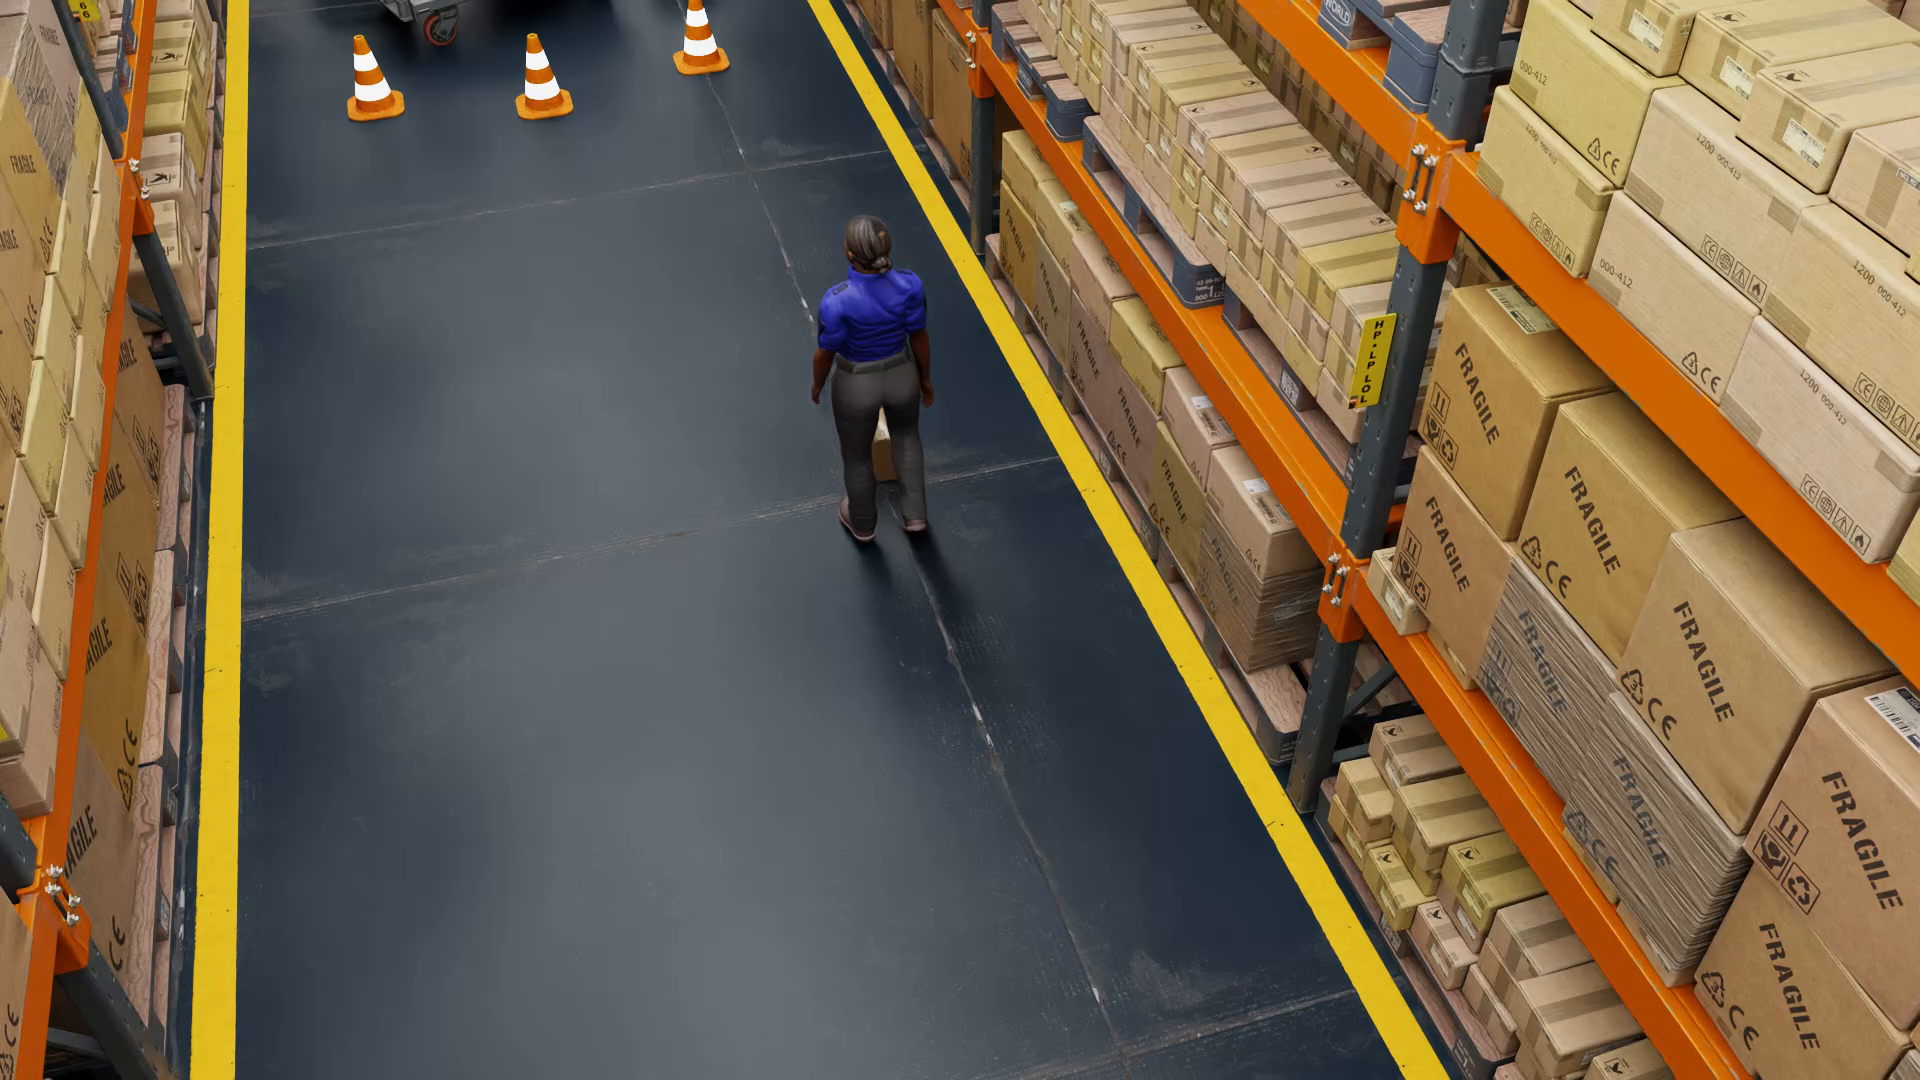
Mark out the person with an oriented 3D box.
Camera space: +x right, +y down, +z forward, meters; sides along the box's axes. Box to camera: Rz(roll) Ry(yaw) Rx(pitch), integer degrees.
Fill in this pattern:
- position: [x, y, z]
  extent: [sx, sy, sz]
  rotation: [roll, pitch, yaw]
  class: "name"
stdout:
- position: [-0.369, -0.637, 6.856]
  extent: [0.496, 1.708, 0.437]
  rotation: [-15, 45, -16]
  class: "person"
